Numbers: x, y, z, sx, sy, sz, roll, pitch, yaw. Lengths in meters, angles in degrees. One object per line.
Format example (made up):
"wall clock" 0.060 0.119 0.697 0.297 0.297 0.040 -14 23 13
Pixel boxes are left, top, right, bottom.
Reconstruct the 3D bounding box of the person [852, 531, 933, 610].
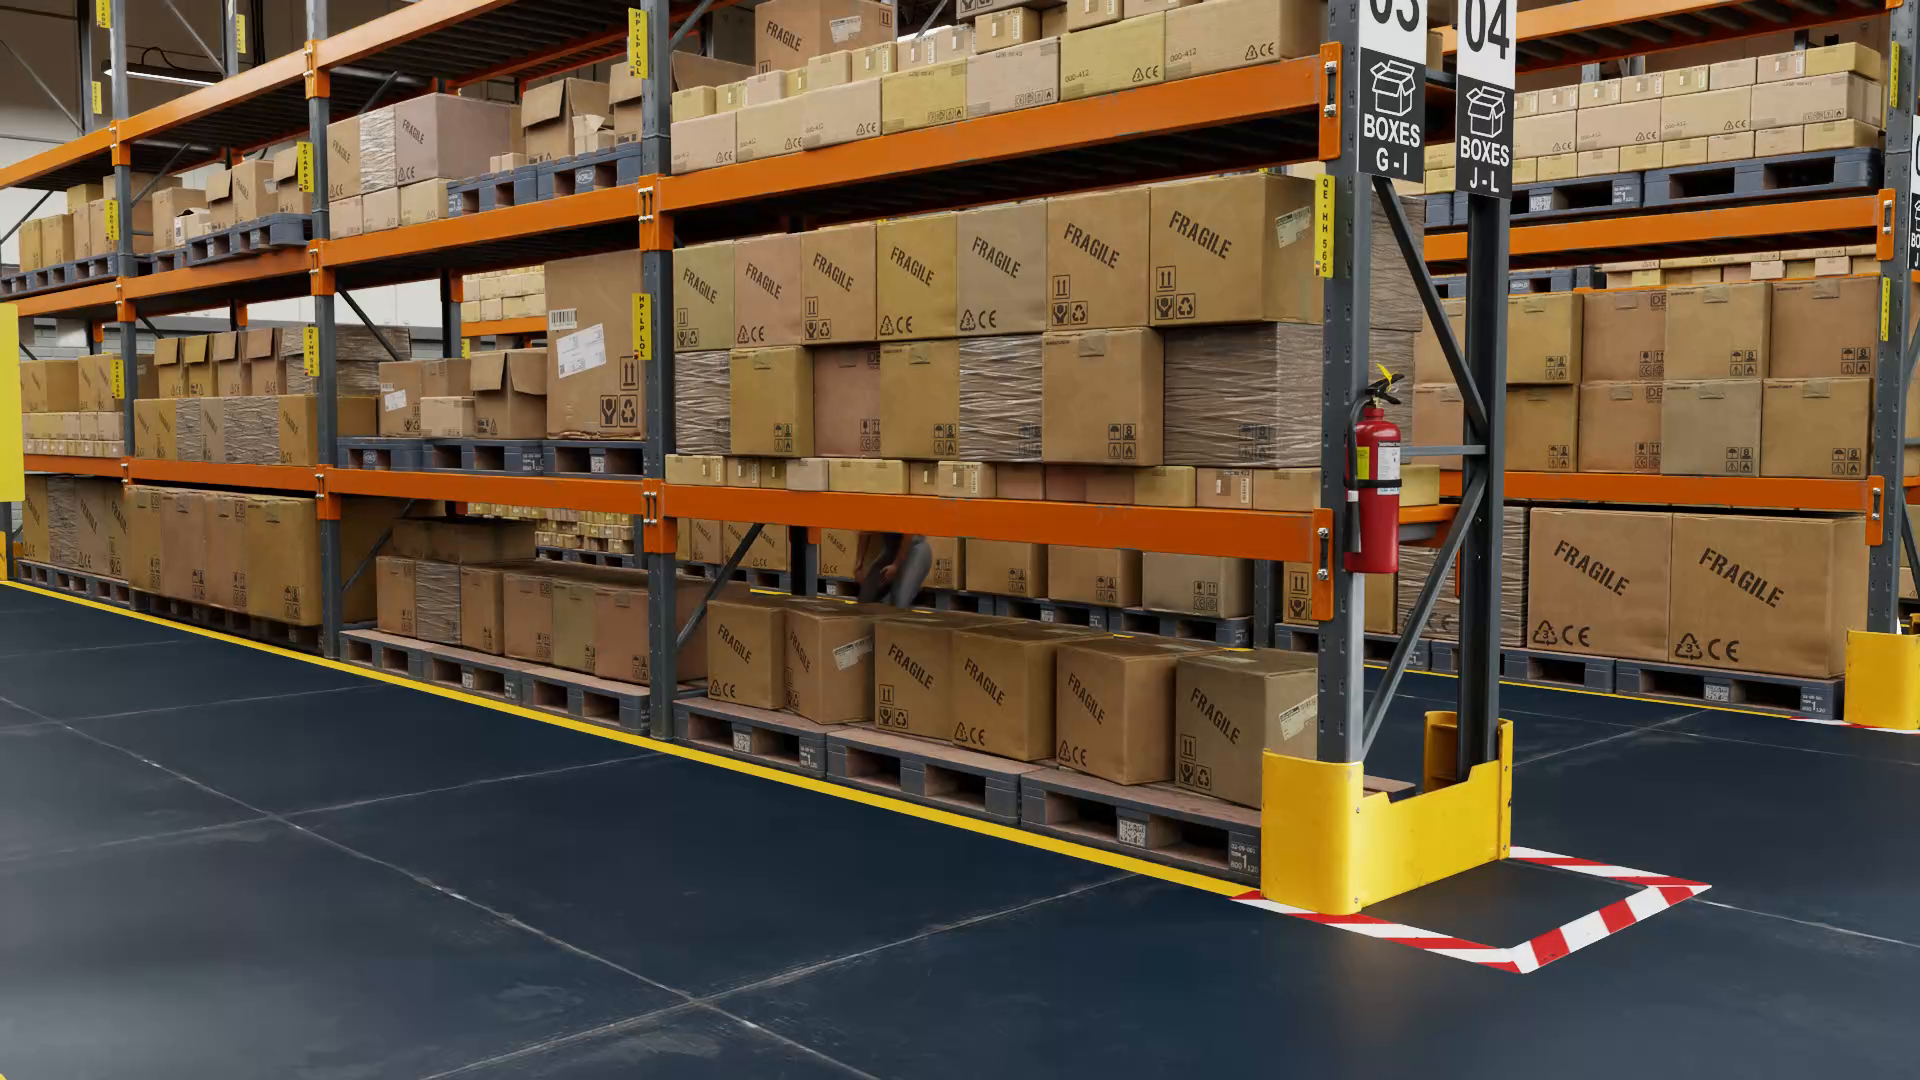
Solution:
"person" -0.422 0.134 10.642 0.556 1.465 0.490 -4 6 -43
